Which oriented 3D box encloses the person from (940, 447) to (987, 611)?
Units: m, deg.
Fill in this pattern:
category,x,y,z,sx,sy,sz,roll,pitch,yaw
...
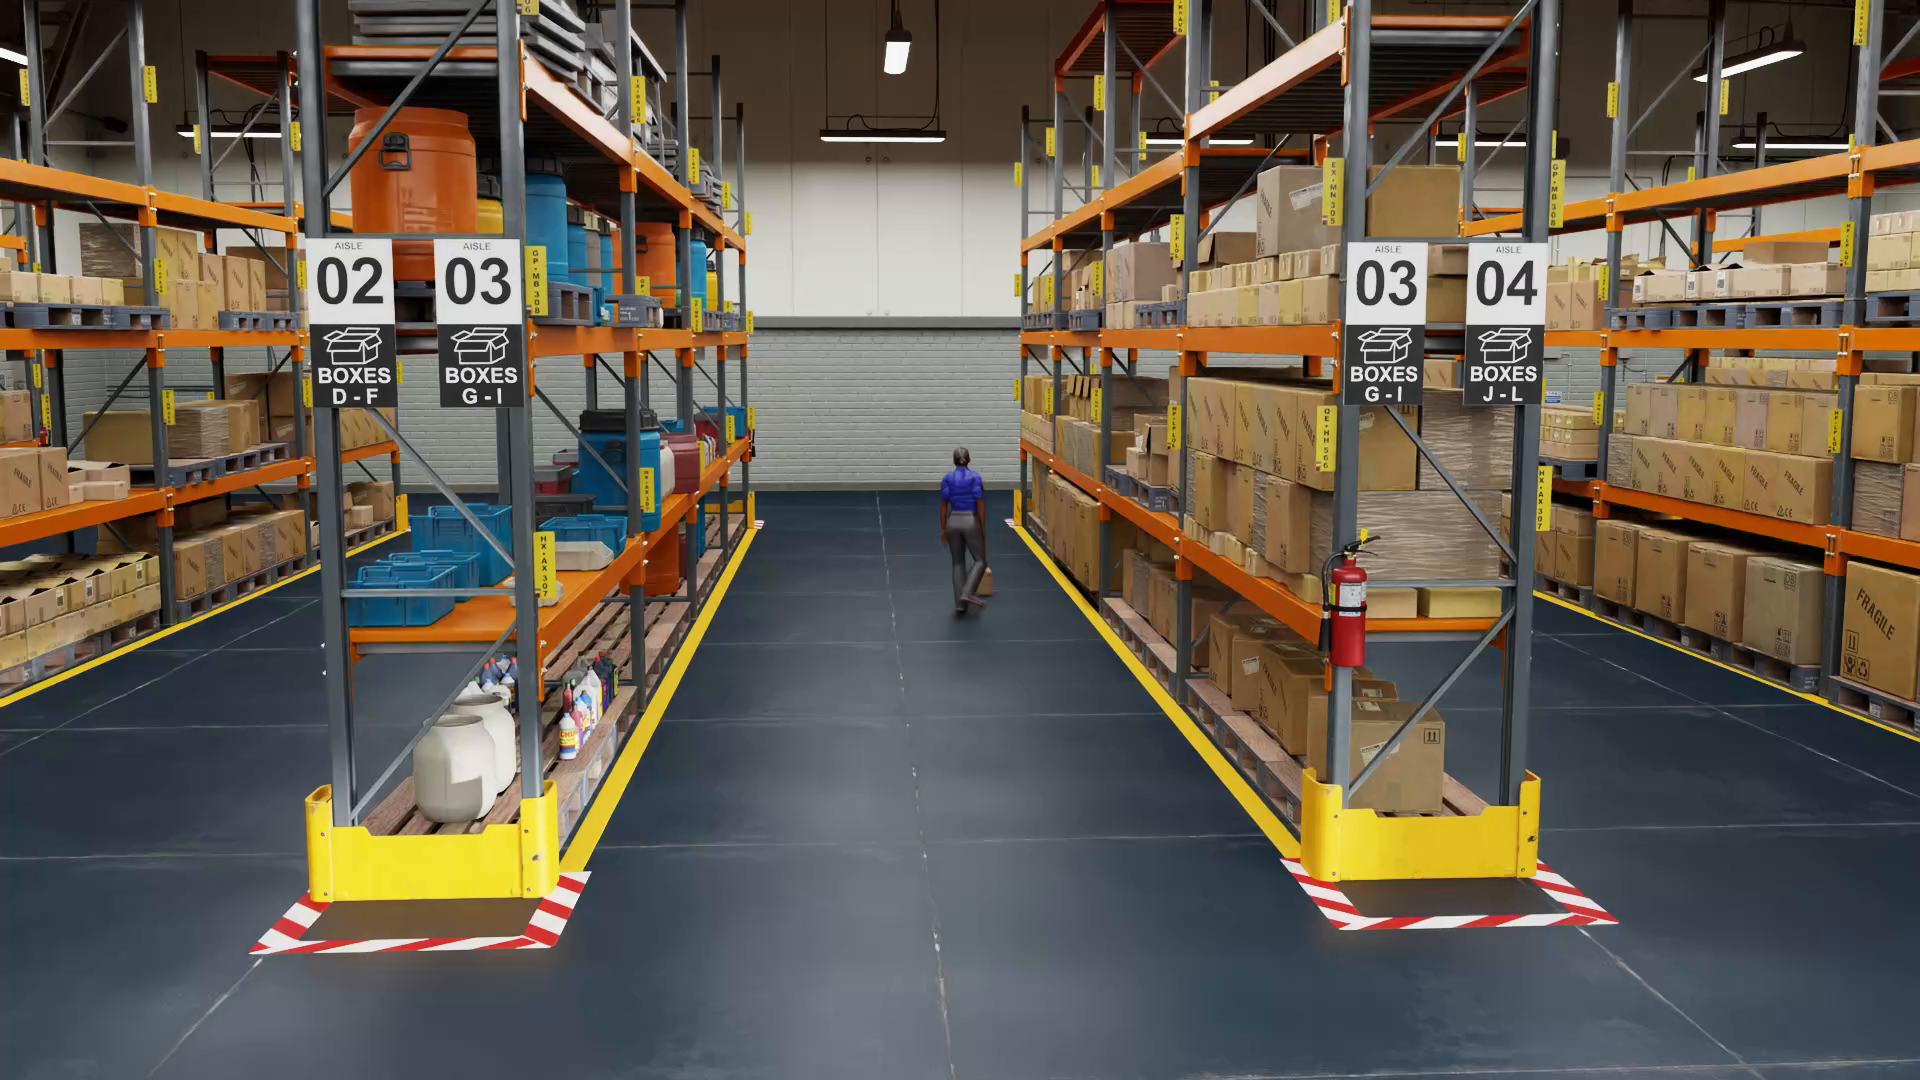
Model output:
category,x,y,z,sx,sy,sz,roll,pitch,yaw
person,0.032,-0.097,16.571,0.523,1.650,0.527,2,7,17
